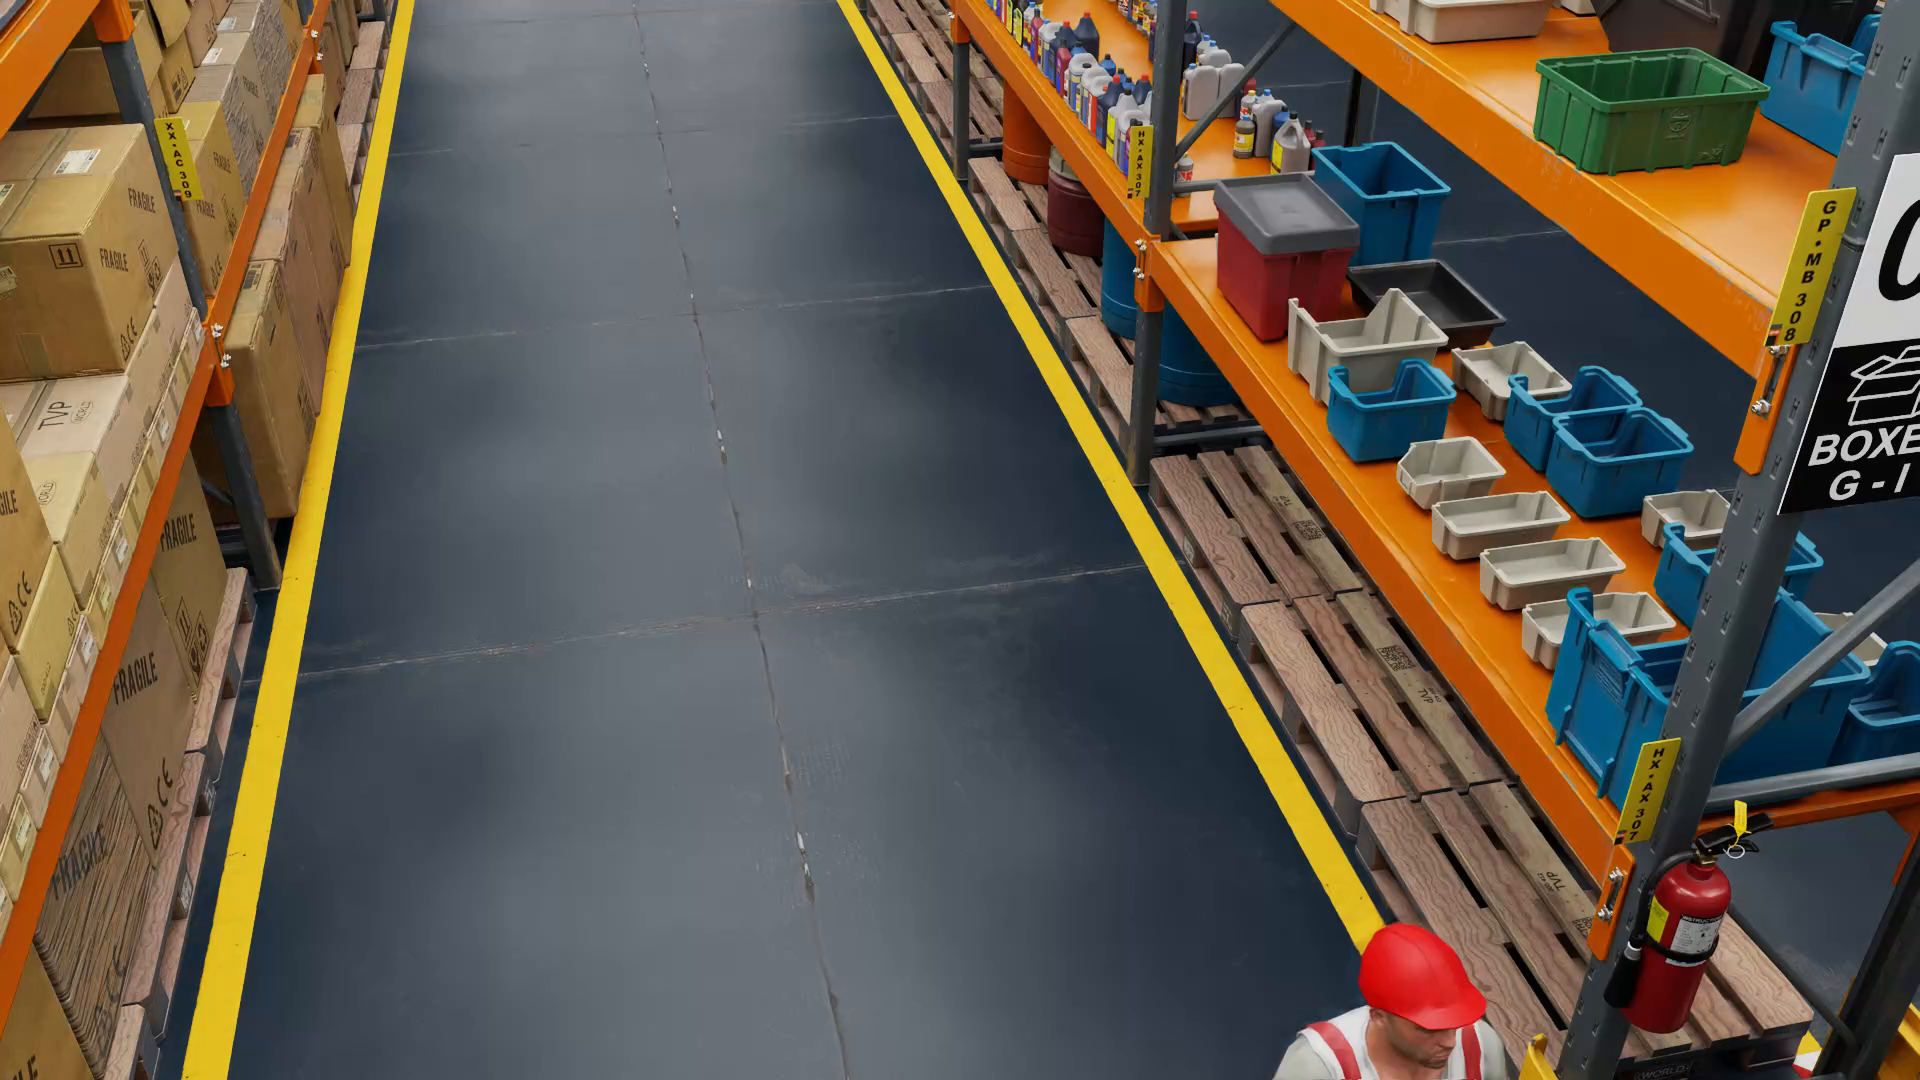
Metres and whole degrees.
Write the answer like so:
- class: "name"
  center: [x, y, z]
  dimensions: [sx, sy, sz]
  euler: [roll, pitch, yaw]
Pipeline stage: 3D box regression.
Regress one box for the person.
- class: "person"
  center: [0.955, 1.598, 3.723]
  dimensions: [0.608, 1.801, 0.485]
  euler: [-10, 35, -14]
